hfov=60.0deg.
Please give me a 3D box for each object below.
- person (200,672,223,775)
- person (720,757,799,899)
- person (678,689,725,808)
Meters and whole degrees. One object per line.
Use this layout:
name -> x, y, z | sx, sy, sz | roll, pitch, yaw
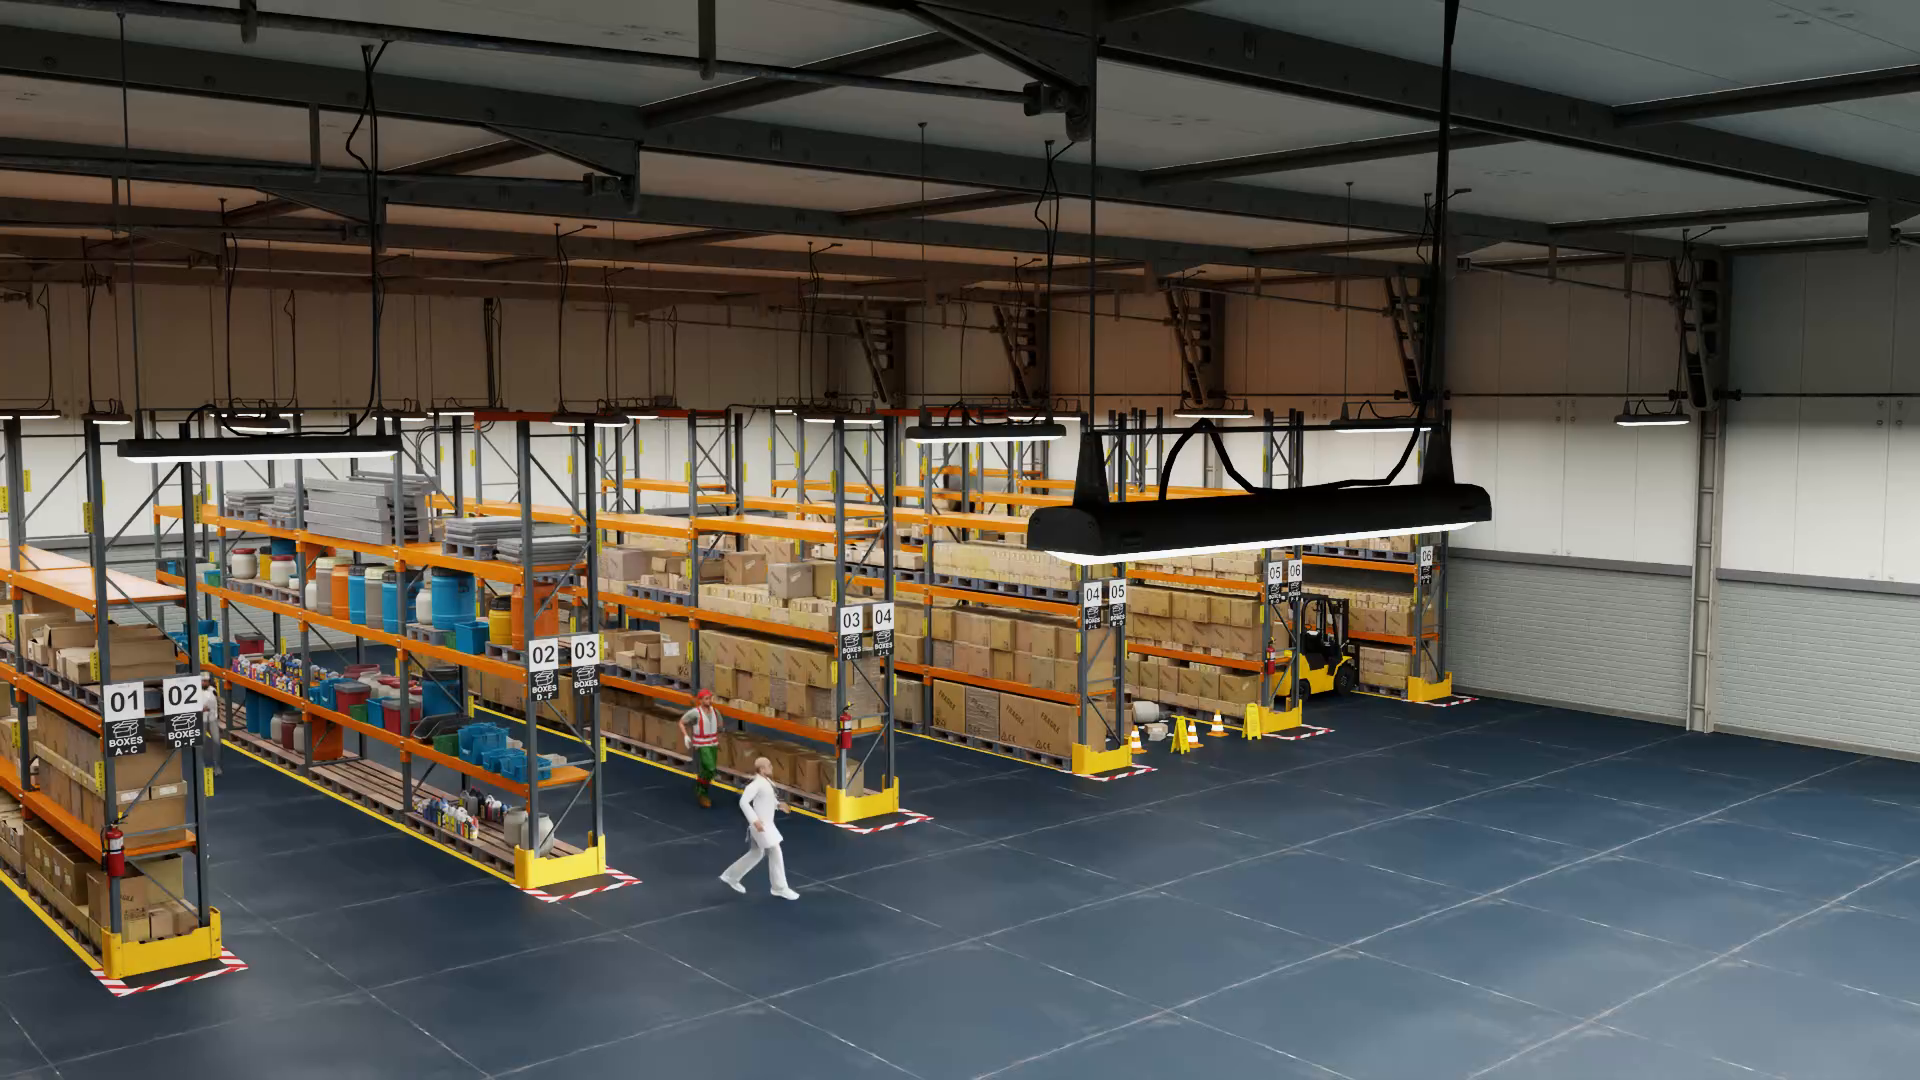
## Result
person -> -12.602, 3.053, 27.761 | 0.563, 1.752, 0.766 | -4, 7, -41
person -> -2.522, 3.612, 20.868 | 0.993, 1.799, 0.712 | -1, 5, -6
person -> -3.898, 3.198, 25.554 | 0.738, 1.818, 0.645 | 4, 7, 40
